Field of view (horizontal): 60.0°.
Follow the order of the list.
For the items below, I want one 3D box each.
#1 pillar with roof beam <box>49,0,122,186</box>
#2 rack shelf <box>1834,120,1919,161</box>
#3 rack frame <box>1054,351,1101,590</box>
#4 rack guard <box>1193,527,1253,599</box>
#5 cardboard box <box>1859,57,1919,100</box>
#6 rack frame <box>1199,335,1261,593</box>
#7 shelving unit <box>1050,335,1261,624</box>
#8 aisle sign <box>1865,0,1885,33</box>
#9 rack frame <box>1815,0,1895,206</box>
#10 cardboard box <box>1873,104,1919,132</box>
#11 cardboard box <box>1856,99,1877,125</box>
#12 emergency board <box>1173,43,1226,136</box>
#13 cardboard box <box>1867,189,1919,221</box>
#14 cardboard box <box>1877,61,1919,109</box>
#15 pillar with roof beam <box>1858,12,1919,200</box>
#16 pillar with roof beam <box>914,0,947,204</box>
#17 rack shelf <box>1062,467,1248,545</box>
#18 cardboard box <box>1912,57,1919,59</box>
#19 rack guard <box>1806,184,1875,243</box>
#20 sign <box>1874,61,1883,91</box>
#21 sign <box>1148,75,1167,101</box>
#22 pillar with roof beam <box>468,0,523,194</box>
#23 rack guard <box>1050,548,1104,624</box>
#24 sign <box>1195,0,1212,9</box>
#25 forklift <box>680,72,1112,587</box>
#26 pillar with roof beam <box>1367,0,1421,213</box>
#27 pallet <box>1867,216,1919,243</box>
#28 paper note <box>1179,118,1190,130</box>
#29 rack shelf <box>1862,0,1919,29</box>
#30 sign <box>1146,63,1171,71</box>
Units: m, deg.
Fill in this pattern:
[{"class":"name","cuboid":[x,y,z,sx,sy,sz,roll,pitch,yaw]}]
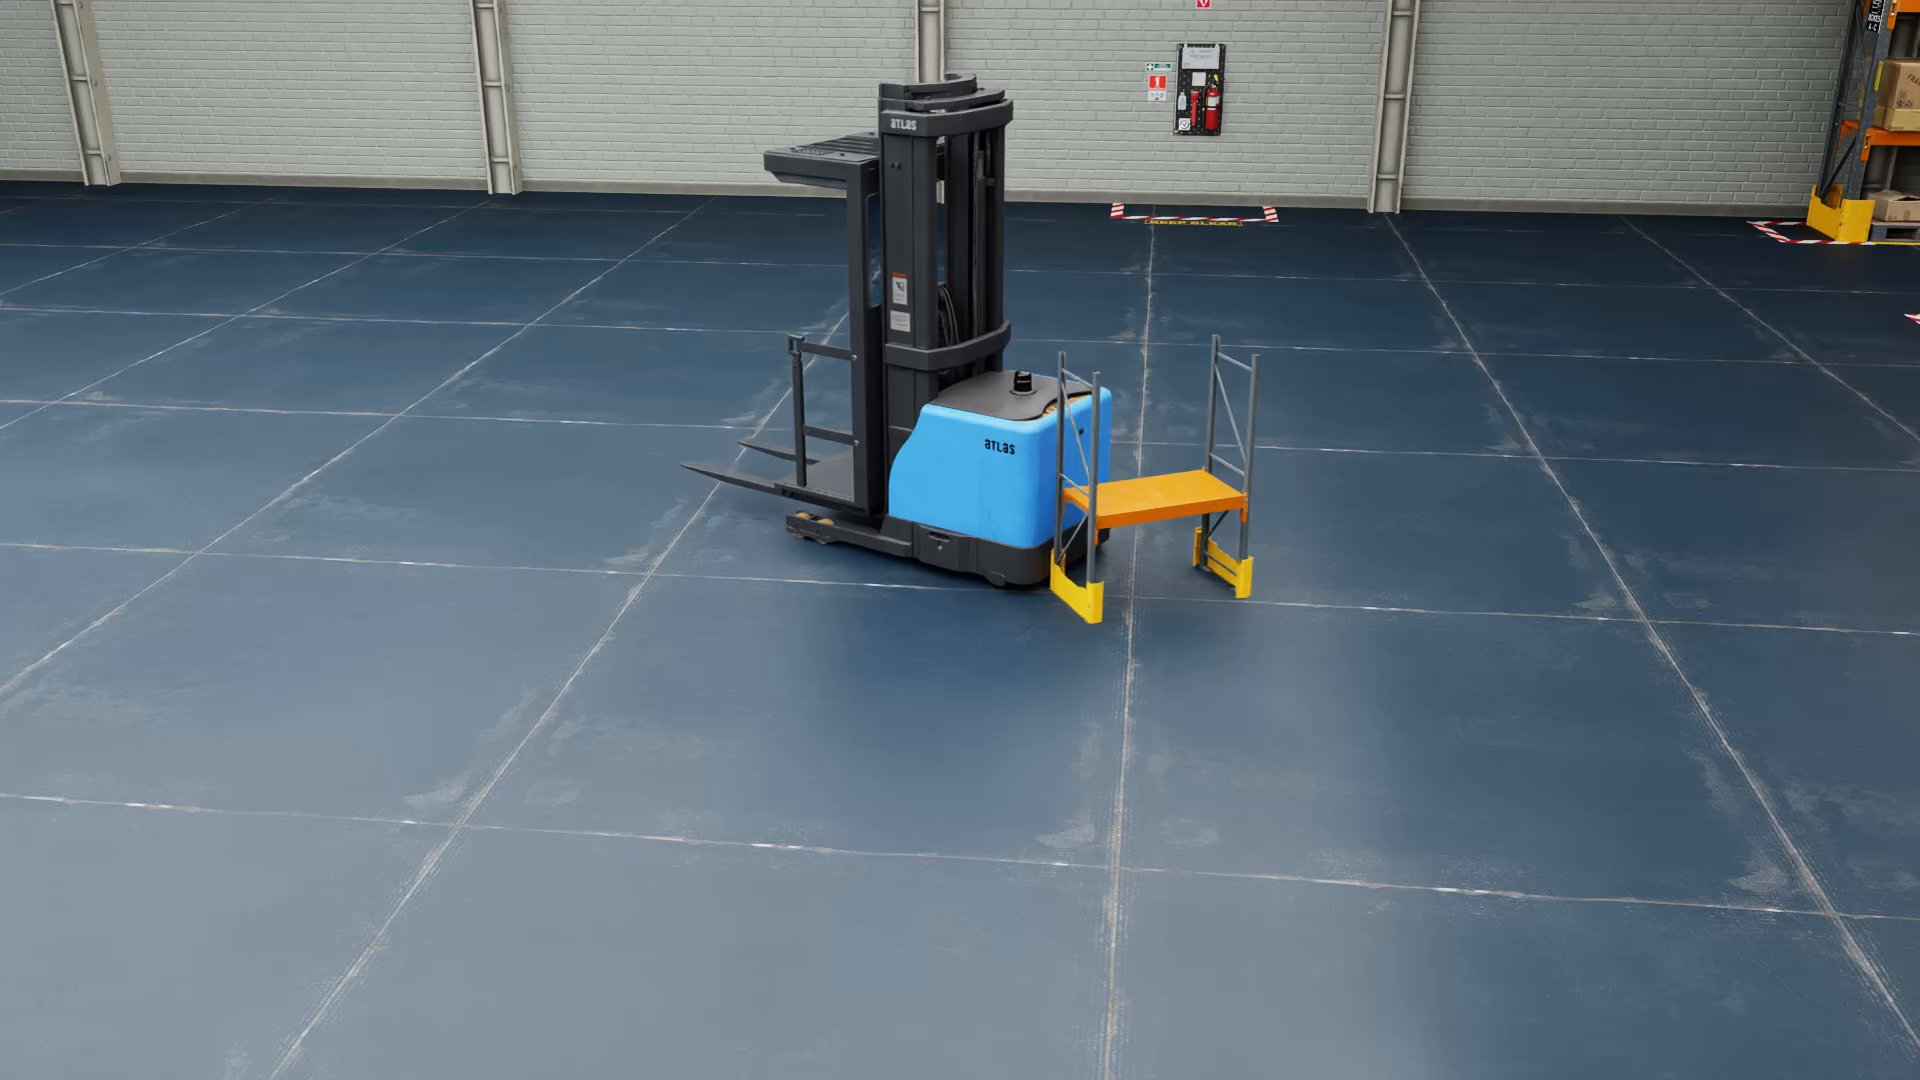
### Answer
[{"class":"pillar with roof beam","cuboid":[-12.806,-7.732,18.257,0.400,9.000,9.100,2,22,6]},{"class":"rack shelf","cuboid":[12.723,-4.769,19.900,4.000,0.370,1.077,2,22,6]},{"class":"rack frame","cuboid":[0.675,-0.309,9.682,0.032,1.500,0.500,-8,23,-20]},{"class":"rack guard","cuboid":[1.619,0.134,10.260,0.087,0.250,0.587,-8,23,-20]},{"class":"cardboard box","cuboid":[11.230,-5.535,20.018,0.500,0.500,0.500,2,22,6]},{"class":"rack frame","cuboid":[1.620,-0.447,10.031,0.032,1.500,0.500,-8,23,-20]},{"class":"shelving unit","cuboid":[1.156,-0.379,9.860,1.083,1.500,0.587,-8,23,-20]},{"class":"aisle sign","cuboid":[10.630,-6.292,19.240,0.004,0.787,0.394,2,22,6]},{"class":"rack frame","cuboid":[10.737,-5.190,19.987,0.127,3.000,1.000,2,22,6]},{"class":"cardboard box","cuboid":[11.184,-4.992,19.664,0.500,0.250,0.500,2,22,5]},{"class":"cardboard box","cuboid":[11.224,-5.180,20.139,0.500,0.250,0.500,3,22,7]},{"class":"emergency board","cuboid":[3.126,-5.856,21.672,0.643,1.169,0.194,2,22,6]},{"class":"cardboard box","cuboid":[11.414,-4.081,20.242,0.500,0.311,0.500,0,22,0]},{"class":"cardboard box","cuboid":[11.176,-5.348,19.543,0.500,0.500,0.500,3,22,6]},{"class":"pillar with roof beam","cuboid":[11.027,-6.693,15.631,0.400,9.000,9.100,2,22,6]},{"class":"pillar with roof beam","cuboid":[-0.889,-7.213,16.944,0.400,9.000,9.100,2,22,6]},{"class":"rack shelf","cuboid":[1.147,-0.211,9.923,1.000,0.185,0.538,-8,23,-20]},{"class":"cardboard box","cuboid":[11.729,-5.510,19.954,0.500,0.500,0.500,3,22,7]},{"class":"rack guard","cuboid":[10.813,-4.024,20.438,0.348,0.500,1.175,2,22,6]},{"class":"sign","cuboid":[10.673,-5.394,19.327,0.005,0.325,0.100,2,22,6]},{"class":"sign","cuboid":[2.589,-5.934,21.821,0.234,0.329,0.001,2,22,6]},{"class":"pillar with roof beam","cuboid":[-6.847,-7.472,17.601,0.400,9.000,9.100,2,22,6]},{"class":"rack guard","cuboid":[0.693,0.269,9.919,0.087,0.250,0.587,-8,23,-20]},{"class":"sign","cuboid":[3.130,-6.970,21.338,0.199,0.298,0.001,2,22,6]},{"class":"forklift","cuboid":[-0.536,-1.480,10.698,3.031,2.935,1.130,14,26,32]},{"class":"pillar with roof beam","cuboid":[5.069,-6.953,16.287,0.400,9.000,9.100,2,22,6]},{"class":"pallet","cuboid":[11.615,-3.842,20.370,1.213,0.211,1.003,2,22,6]},{"class":"paper note","cuboid":[2.959,-5.479,21.917,0.142,0.148,0.016,2,22,6]},{"class":"rack shelf","cuboid":[12.723,-6.164,19.349,4.000,0.370,1.077,2,22,6]},{"class":"sign","cuboid":[2.593,-6.177,21.715,0.331,0.109,0.001,2,22,6]}]
